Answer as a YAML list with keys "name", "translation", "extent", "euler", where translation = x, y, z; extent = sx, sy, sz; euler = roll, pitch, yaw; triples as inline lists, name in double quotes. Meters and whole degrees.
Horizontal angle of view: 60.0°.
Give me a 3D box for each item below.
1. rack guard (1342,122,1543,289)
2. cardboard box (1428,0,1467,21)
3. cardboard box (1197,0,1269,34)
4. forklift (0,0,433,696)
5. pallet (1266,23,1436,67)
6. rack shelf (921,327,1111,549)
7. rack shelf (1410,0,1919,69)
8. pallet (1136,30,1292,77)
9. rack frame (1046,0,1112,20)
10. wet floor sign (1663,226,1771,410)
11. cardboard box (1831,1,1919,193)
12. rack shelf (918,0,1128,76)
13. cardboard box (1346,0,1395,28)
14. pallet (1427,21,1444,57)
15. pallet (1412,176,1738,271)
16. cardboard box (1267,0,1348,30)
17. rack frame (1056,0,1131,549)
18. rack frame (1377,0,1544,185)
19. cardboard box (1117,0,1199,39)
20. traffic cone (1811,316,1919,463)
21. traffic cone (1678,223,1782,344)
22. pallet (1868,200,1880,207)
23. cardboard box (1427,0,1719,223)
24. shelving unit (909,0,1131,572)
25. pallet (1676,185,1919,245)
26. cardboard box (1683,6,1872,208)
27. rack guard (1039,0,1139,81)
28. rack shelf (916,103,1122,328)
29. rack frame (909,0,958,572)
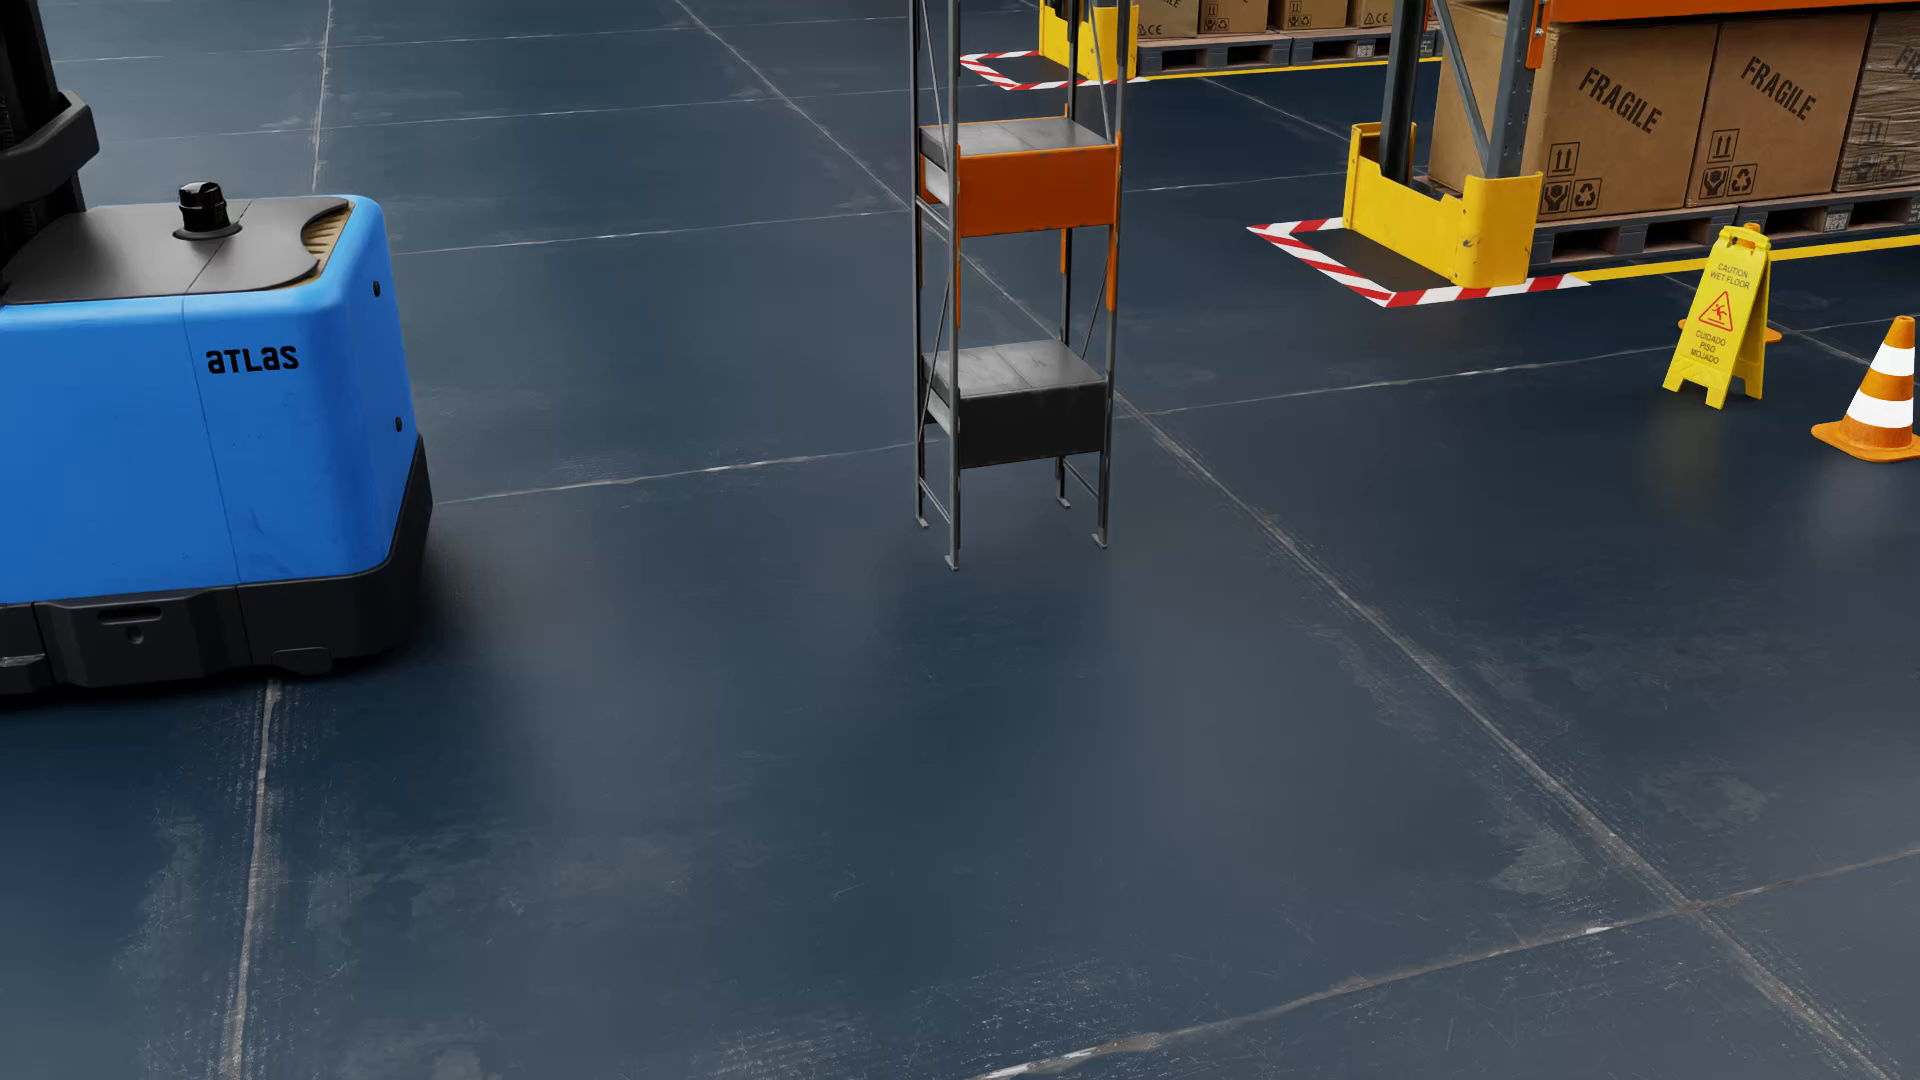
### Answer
- name: "rack guard"
  translation: [2.278, -1.625, 7.961]
  extent: [0.348, 0.500, 1.175]
  euler: [-8, 28, -16]
- name: "cardboard box"
  translation: [3.729, -4.358, 12.993]
  extent: [0.500, 0.500, 0.500]
  euler: [0, 26, 0]
- name: "cardboard box"
  translation: [2.017, -4.103, 12.480]
  extent: [0.500, 0.500, 0.500]
  euler: [-1, 26, -3]
- name: "forklift"
  translation: [-3.089, -1.045, 4.059]
  extent: [3.031, 2.935, 1.130]
  euler: [-5, 27, -10]
- name: "pallet"
  translation: [2.874, -3.884, 12.835]
  extent: [1.213, 0.211, 1.003]
  euler: [-8, 28, -16]
- name: "rack shelf"
  translation: [0.157, -0.324, 5.146]
  extent: [0.480, 0.518, 0.431]
  euler: [-8, 28, -16]
- name: "rack shelf"
  translation: [4.202, -2.701, 8.126]
  extent: [4.000, 0.370, 1.077]
  euler: [-8, 28, -16]
- name: "pallet"
  translation: [1.716, -3.717, 12.500]
  extent: [1.213, 0.211, 1.003]
  euler: [-8, 28, -16]
- name: "rack frame"
  translation: [0.861, -4.859, 11.664]
  extent: [0.127, 3.000, 1.000]
  euler: [-8, 28, -16]
- name: "wet floor sign"
  translation: [2.886, -0.852, 6.241]
  extent: [0.232, 0.644, 0.267]
  euler: [-13, 29, -25]
- name: "cardboard box"
  translation: [4.628, -2.352, 8.532]
  extent: [0.875, 0.875, 0.875]
  euler: [-8, 28, -16]
- name: "rack shelf"
  translation: [0.157, -1.578, 4.524]
  extent: [0.480, 0.518, 0.431]
  euler: [-8, 28, -16]
- name: "cardboard box"
  translation: [3.163, -4.239, 12.754]
  extent: [0.500, 0.500, 0.500]
  euler: [-11, 28, -21]
- name: "pallet"
  translation: [4.036, -4.053, 13.177]
  extent: [1.213, 0.211, 1.003]
  euler: [-8, 28, -16]
- name: "pallet"
  translation: [3.036, -1.642, 8.320]
  extent: [1.213, 0.211, 1.003]
  euler: [-8, 28, -16]
- name: "cardboard box"
  translation: [2.618, -4.181, 12.638]
  extent: [0.500, 0.500, 0.500]
  euler: [-6, 27, -11]
- name: "rack frame"
  translation: [0.389, -0.997, 4.897]
  extent: [0.015, 2.100, 0.400]
  euler: [-8, 28, -16]
- name: "rack frame"
  translation: [2.300, -2.748, 7.411]
  extent: [0.127, 3.000, 1.000]
  euler: [-8, 28, -16]
- name: "cardboard box"
  translation: [1.459, -4.006, 12.285]
  extent: [0.500, 0.500, 0.500]
  euler: [-3, 27, -7]
- name: "traffic cone"
  translation: [3.272, -0.560, 5.857]
  extent: [0.334, 0.463, 0.336]
  euler: [-8, 28, -16]
- name: "traffic cone"
  translation: [3.245, -1.084, 6.913]
  extent: [0.334, 0.463, 0.336]
  euler: [-8, 28, -16]
- name: "pallet"
  translation: [5.357, -1.978, 8.997]
  extent: [1.213, 0.211, 1.003]
  euler: [-8, 28, -16]
- name: "cardboard box"
  translation: [2.925, -2.105, 8.035]
  extent: [0.875, 0.875, 0.875]
  euler: [-8, 28, -16]
- name: "shelving unit"
  translation: [0.157, -0.963, 4.829]
  extent: [0.503, 2.100, 0.431]
  euler: [-8, 28, -16]
- name: "pallet"
  translation: [4.194, -1.808, 8.655]
  extent: [1.213, 0.211, 1.003]
  euler: [-8, 28, -16]
- name: "cardboard box"
  translation: [3.761, -2.227, 8.281]
  extent: [0.875, 0.875, 0.875]
  euler: [-9, 28, -17]
- name: "rack guard"
  translation: [0.933, -3.750, 12.241]
  extent: [0.348, 0.500, 1.175]
  euler: [-8, 28, -16]
- name: "rack shelf"
  translation: [0.157, -0.951, 4.835]
  extent: [0.480, 0.518, 0.431]
  euler: [-8, 28, -16]
- name: "rack frame"
  translation: [-0.075, -0.930, 4.761]
  extent: [0.015, 2.100, 0.400]
  euler: [-8, 28, -16]
